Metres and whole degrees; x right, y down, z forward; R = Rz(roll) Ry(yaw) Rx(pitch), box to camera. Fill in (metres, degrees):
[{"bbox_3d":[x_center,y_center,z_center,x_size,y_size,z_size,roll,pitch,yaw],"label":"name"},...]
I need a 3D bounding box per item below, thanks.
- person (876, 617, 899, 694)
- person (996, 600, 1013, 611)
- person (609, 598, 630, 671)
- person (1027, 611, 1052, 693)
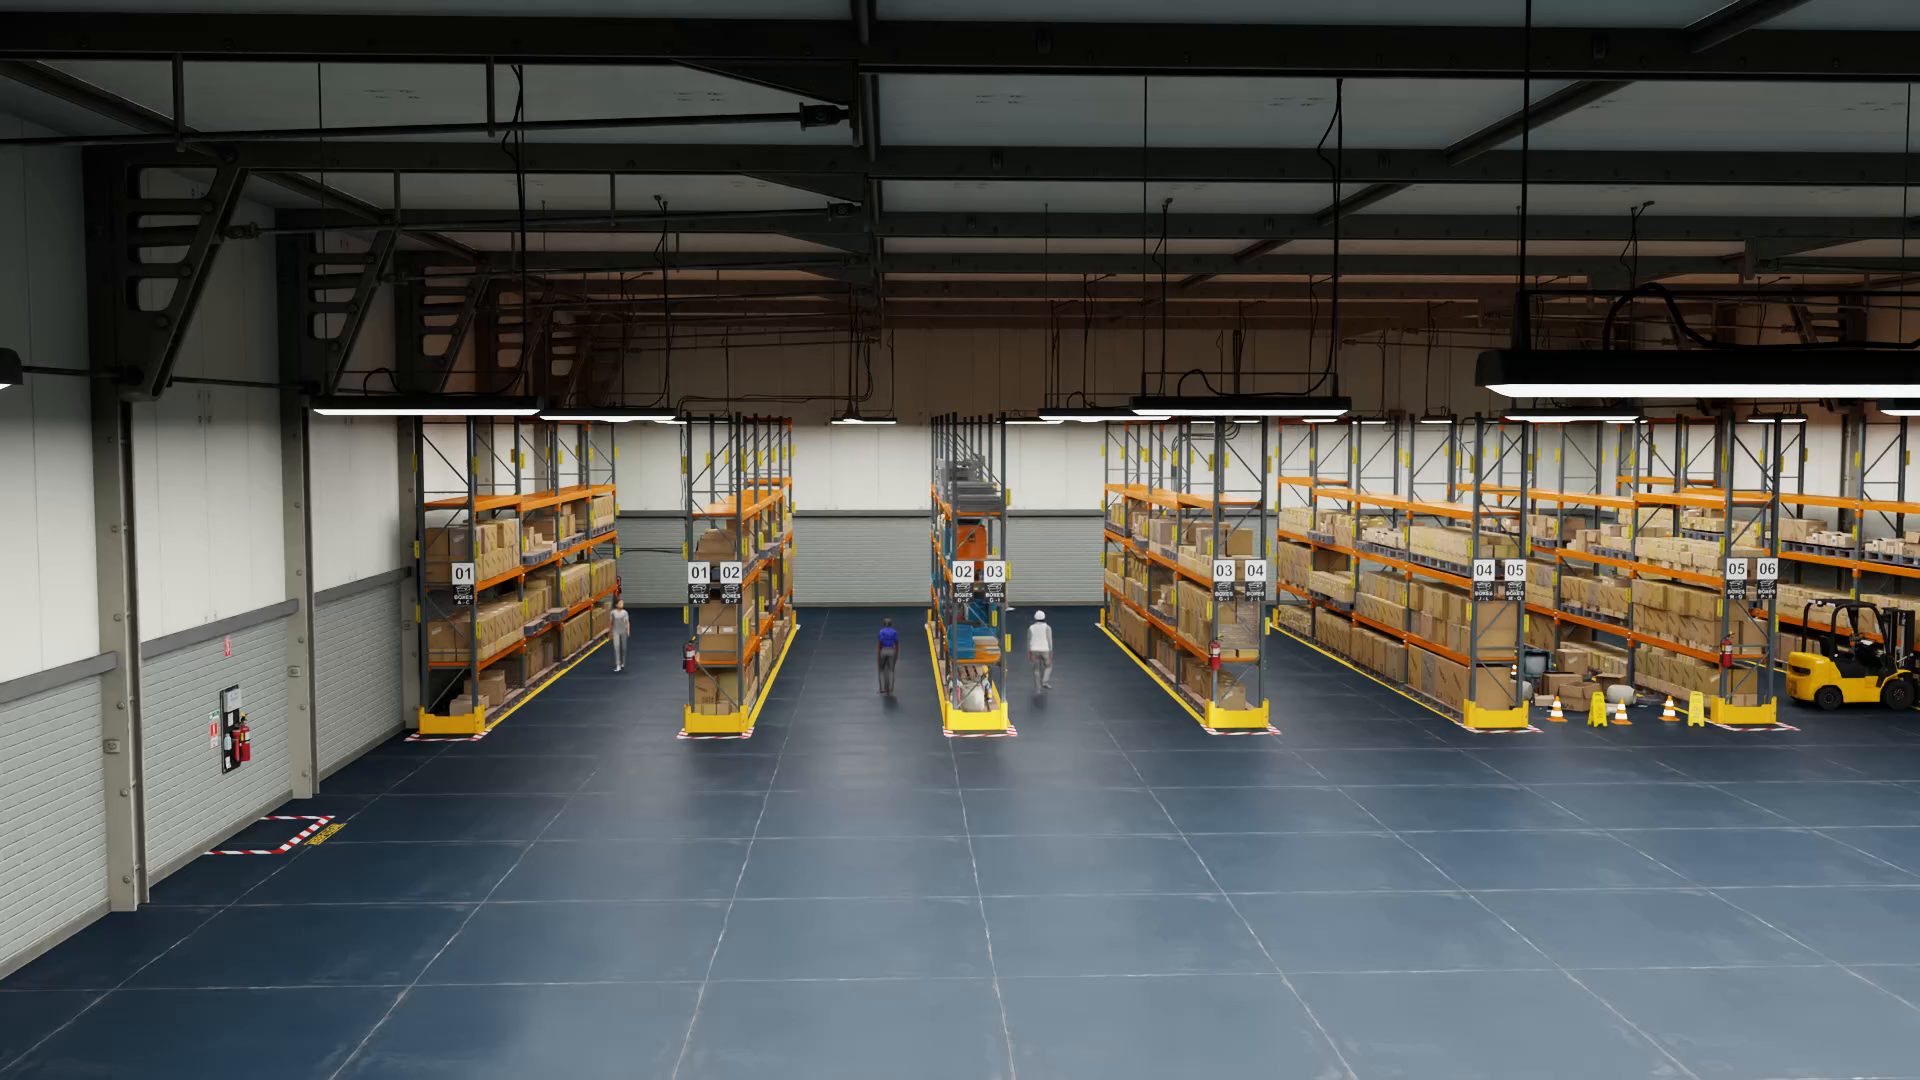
[{"bbox_3d":[-1.543,2.504,35.580,0.486,1.697,0.612,-1,4,-13],"label":"person"},{"bbox_3d":[1.257,1.382,51.787,0.943,1.634,0.465,2,4,26],"label":"person"},{"bbox_3d":[-8.027,2.229,39.339,0.470,1.661,0.762,-2,4,-25],"label":"person"},{"bbox_3d":[1.719,2.397,35.765,0.566,1.762,0.466,1,4,14],"label":"person"}]
